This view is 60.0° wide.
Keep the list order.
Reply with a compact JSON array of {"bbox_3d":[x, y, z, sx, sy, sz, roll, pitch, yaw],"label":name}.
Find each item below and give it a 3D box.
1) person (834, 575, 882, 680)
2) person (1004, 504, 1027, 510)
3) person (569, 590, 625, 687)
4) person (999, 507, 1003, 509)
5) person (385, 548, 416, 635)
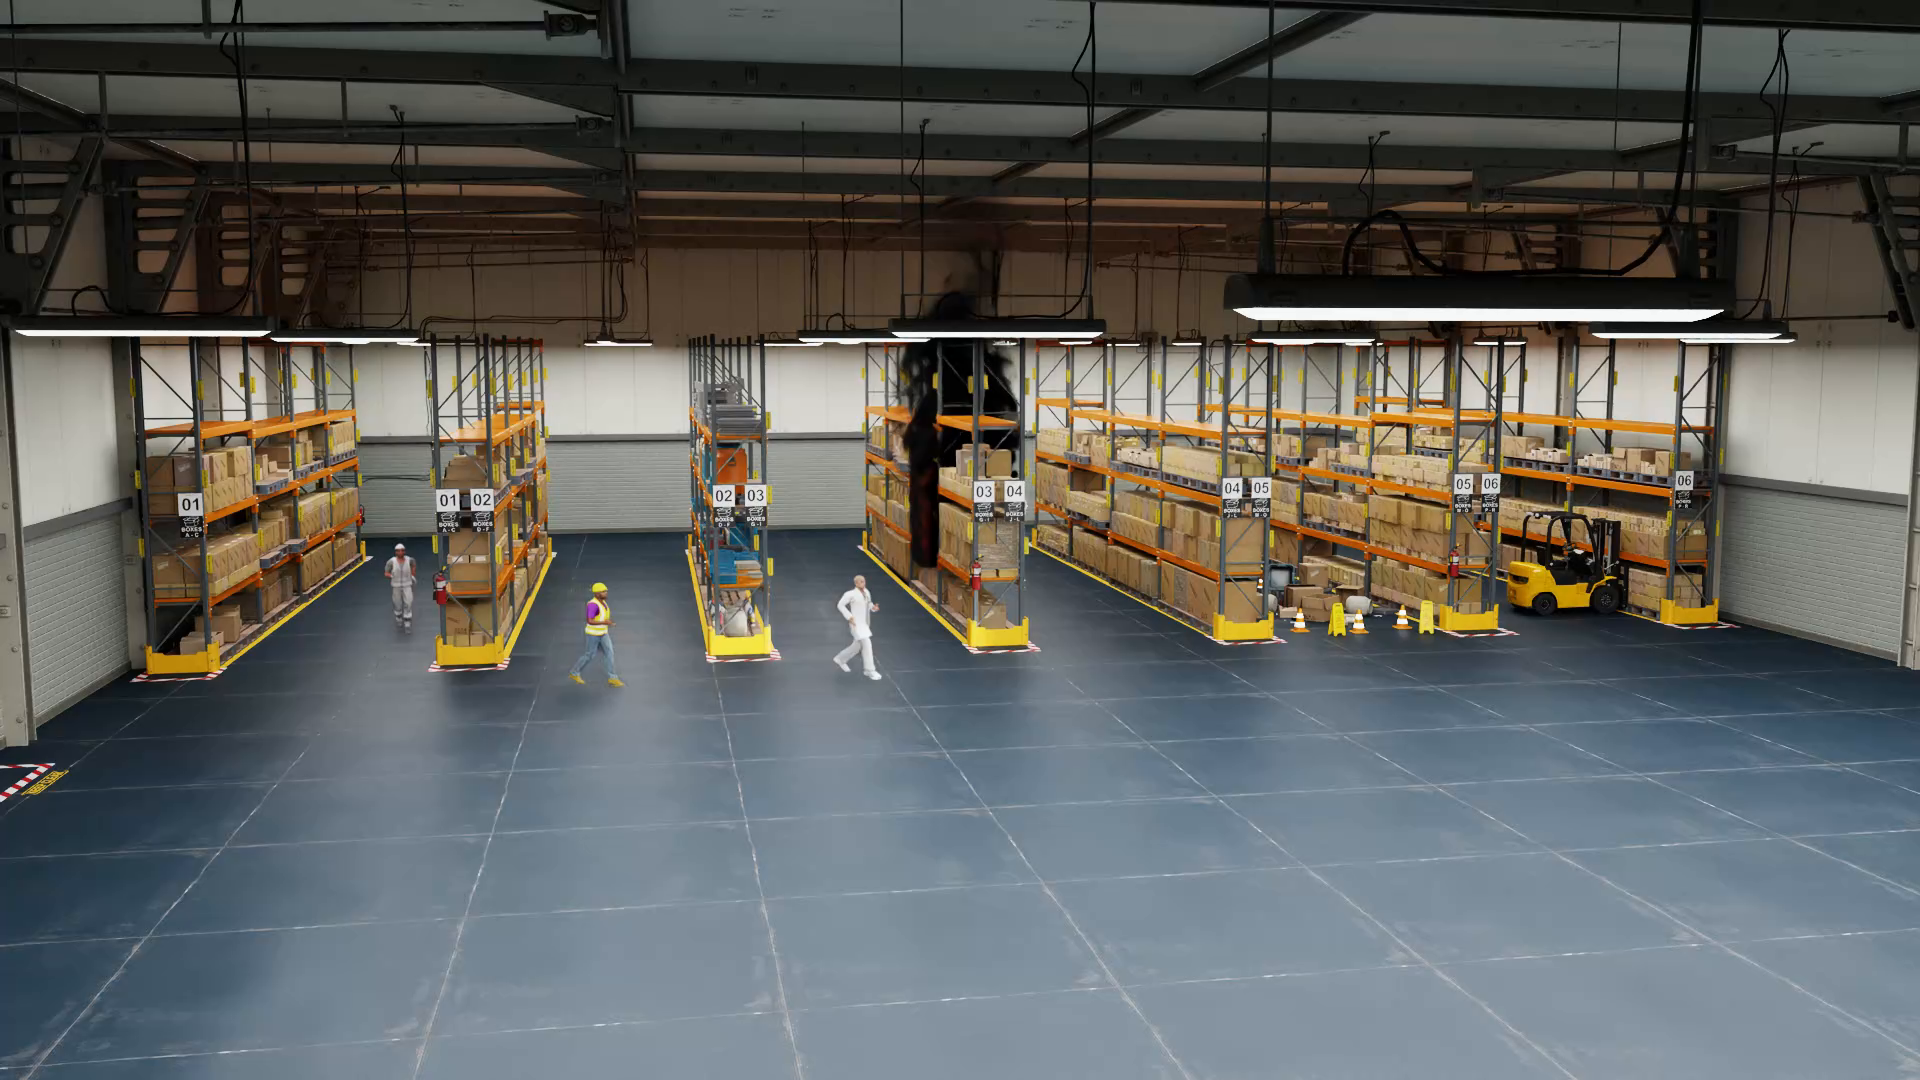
[{"bbox_3d":[-1.773,1.608,29.126,0.987,1.600,0.687,3,7,26],"label":"person"},{"bbox_3d":[1.496,-0.778,49.709,0.868,1.622,0.764,-1,7,-10],"label":"person"},{"bbox_3d":[-6.178,1.628,28.178,0.948,1.744,0.653,2,7,16],"label":"person"},{"bbox_3d":[0.884,-0.591,48.409,0.737,1.543,0.435,2,7,17],"label":"person"},{"bbox_3d":[-11.338,0.995,33.740,0.613,1.775,0.894,-2,7,-20],"label":"person"}]
